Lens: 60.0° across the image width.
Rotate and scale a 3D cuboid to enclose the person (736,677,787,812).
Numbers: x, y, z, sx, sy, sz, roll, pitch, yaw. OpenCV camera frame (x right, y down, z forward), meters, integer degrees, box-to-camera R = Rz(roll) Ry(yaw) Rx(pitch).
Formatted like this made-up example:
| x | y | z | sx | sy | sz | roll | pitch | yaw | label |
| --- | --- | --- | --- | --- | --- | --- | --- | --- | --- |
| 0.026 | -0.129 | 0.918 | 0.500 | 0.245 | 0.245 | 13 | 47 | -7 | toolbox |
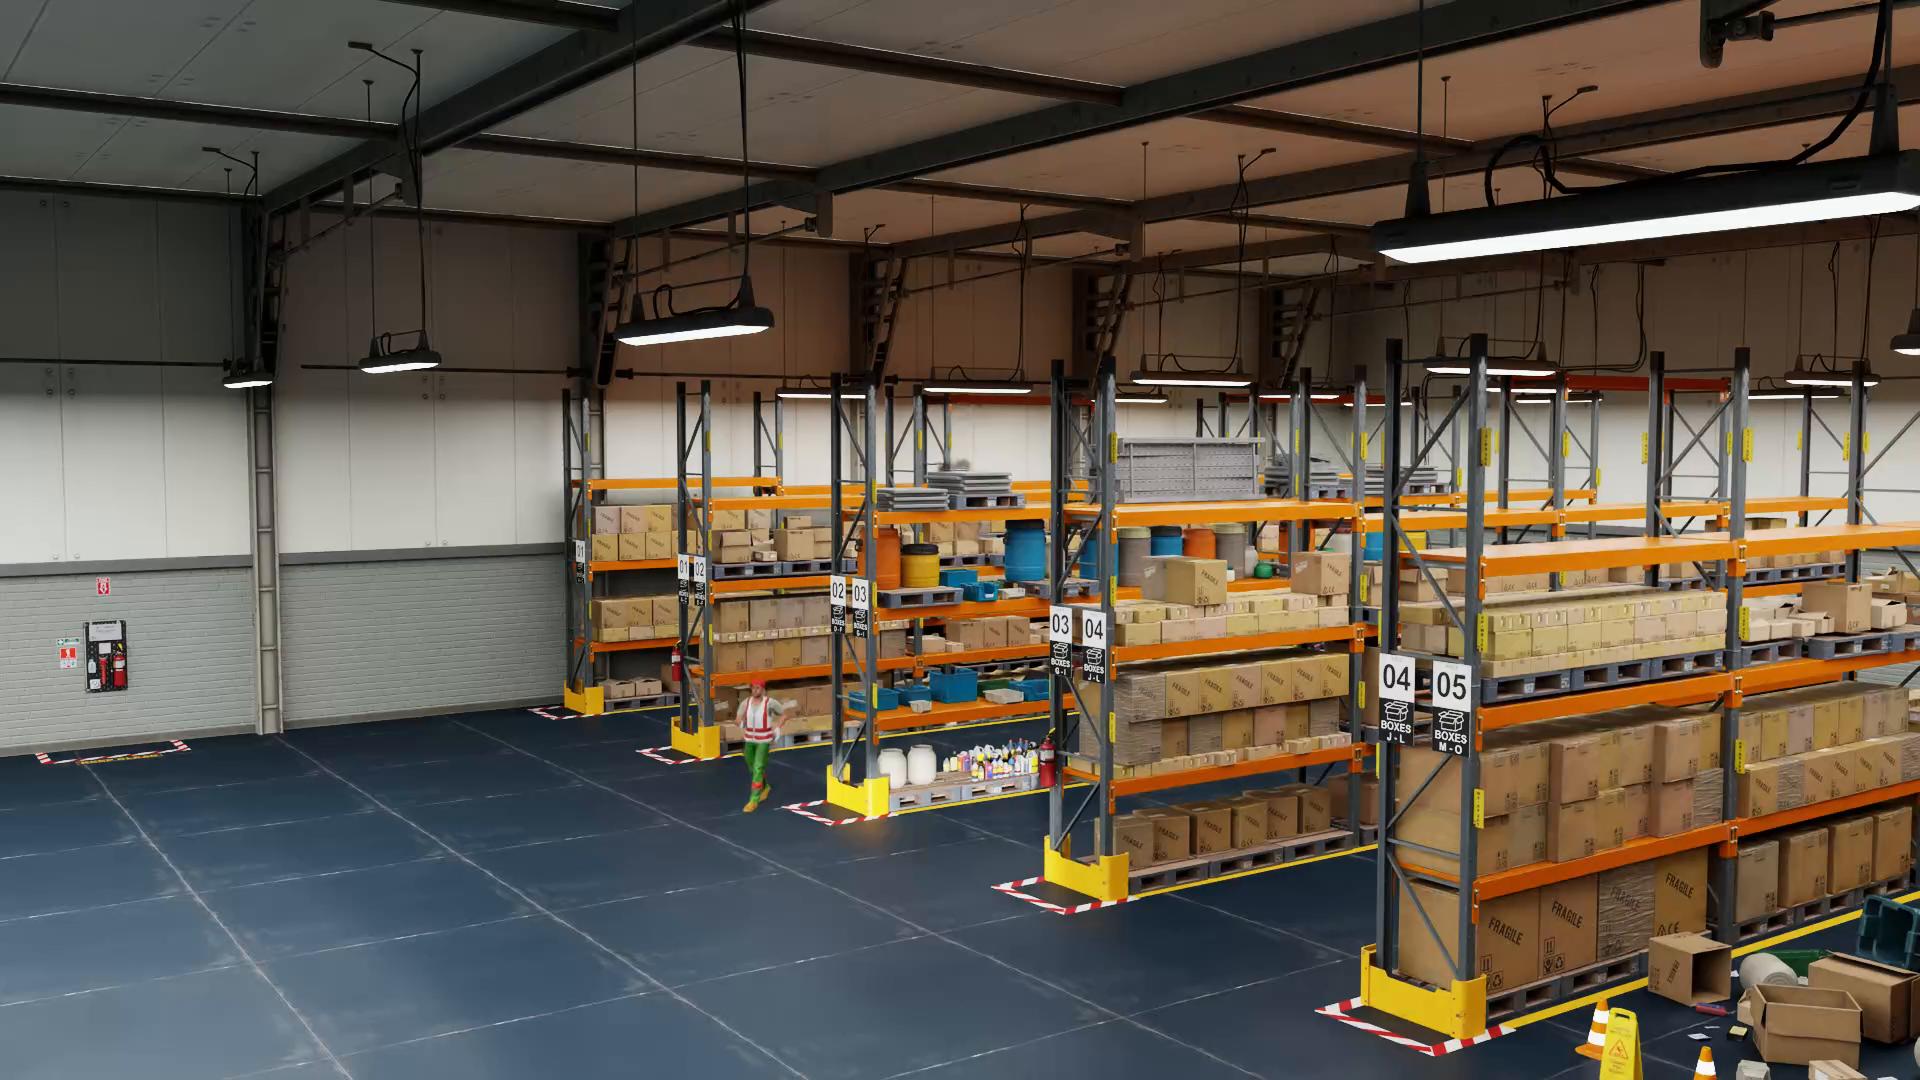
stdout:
| x | y | z | sx | sy | sz | roll | pitch | yaw | label |
| --- | --- | --- | --- | --- | --- | --- | --- | --- | --- |
| -2.780 | 2.773 | 22.864 | 0.670 | 1.784 | 0.901 | 1 | 4 | 20 | person |
